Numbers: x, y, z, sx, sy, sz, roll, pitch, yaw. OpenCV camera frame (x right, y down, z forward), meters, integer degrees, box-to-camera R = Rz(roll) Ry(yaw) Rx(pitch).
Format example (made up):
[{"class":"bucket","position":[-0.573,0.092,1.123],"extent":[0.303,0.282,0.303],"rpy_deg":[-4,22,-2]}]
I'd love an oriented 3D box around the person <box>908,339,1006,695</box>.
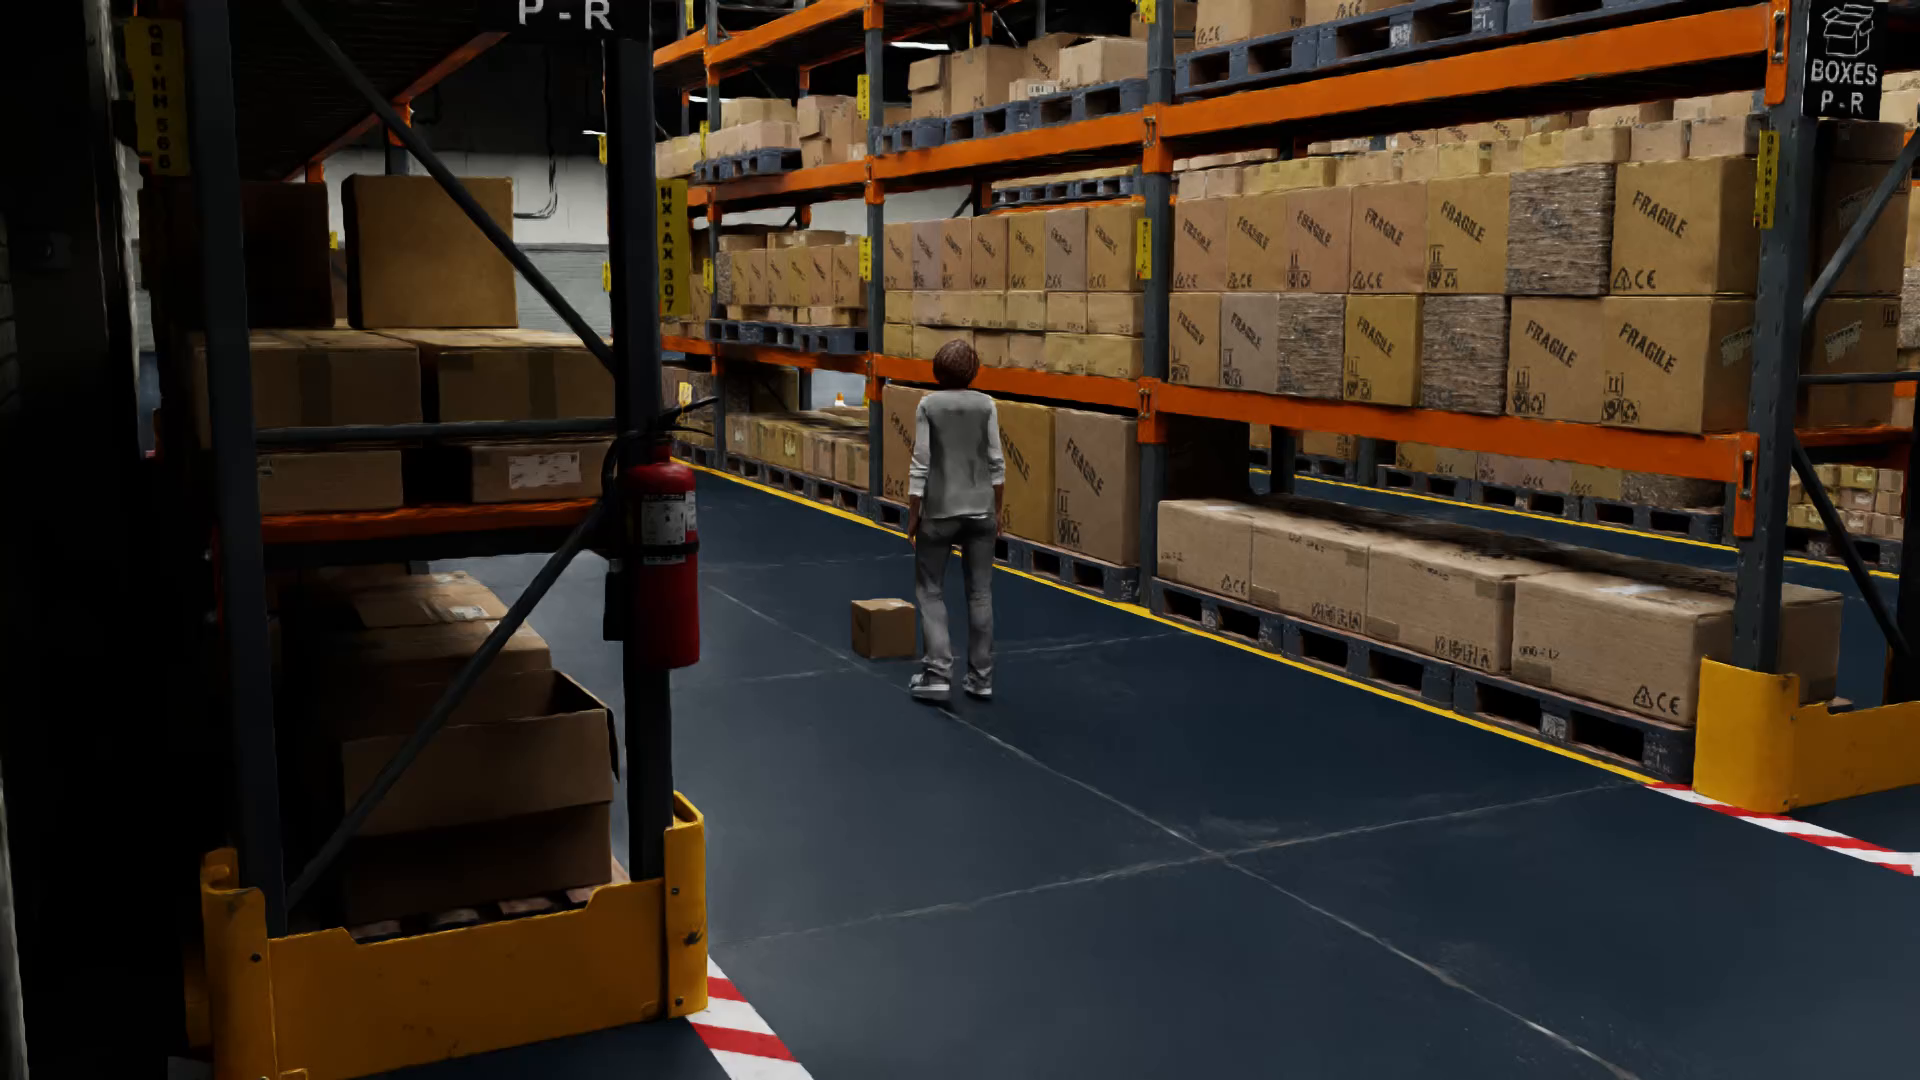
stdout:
[{"class":"person","position":[-0.012,-0.092,7.400],"extent":[0.447,1.591,0.365],"rpy_deg":[-3,9,-18]}]
